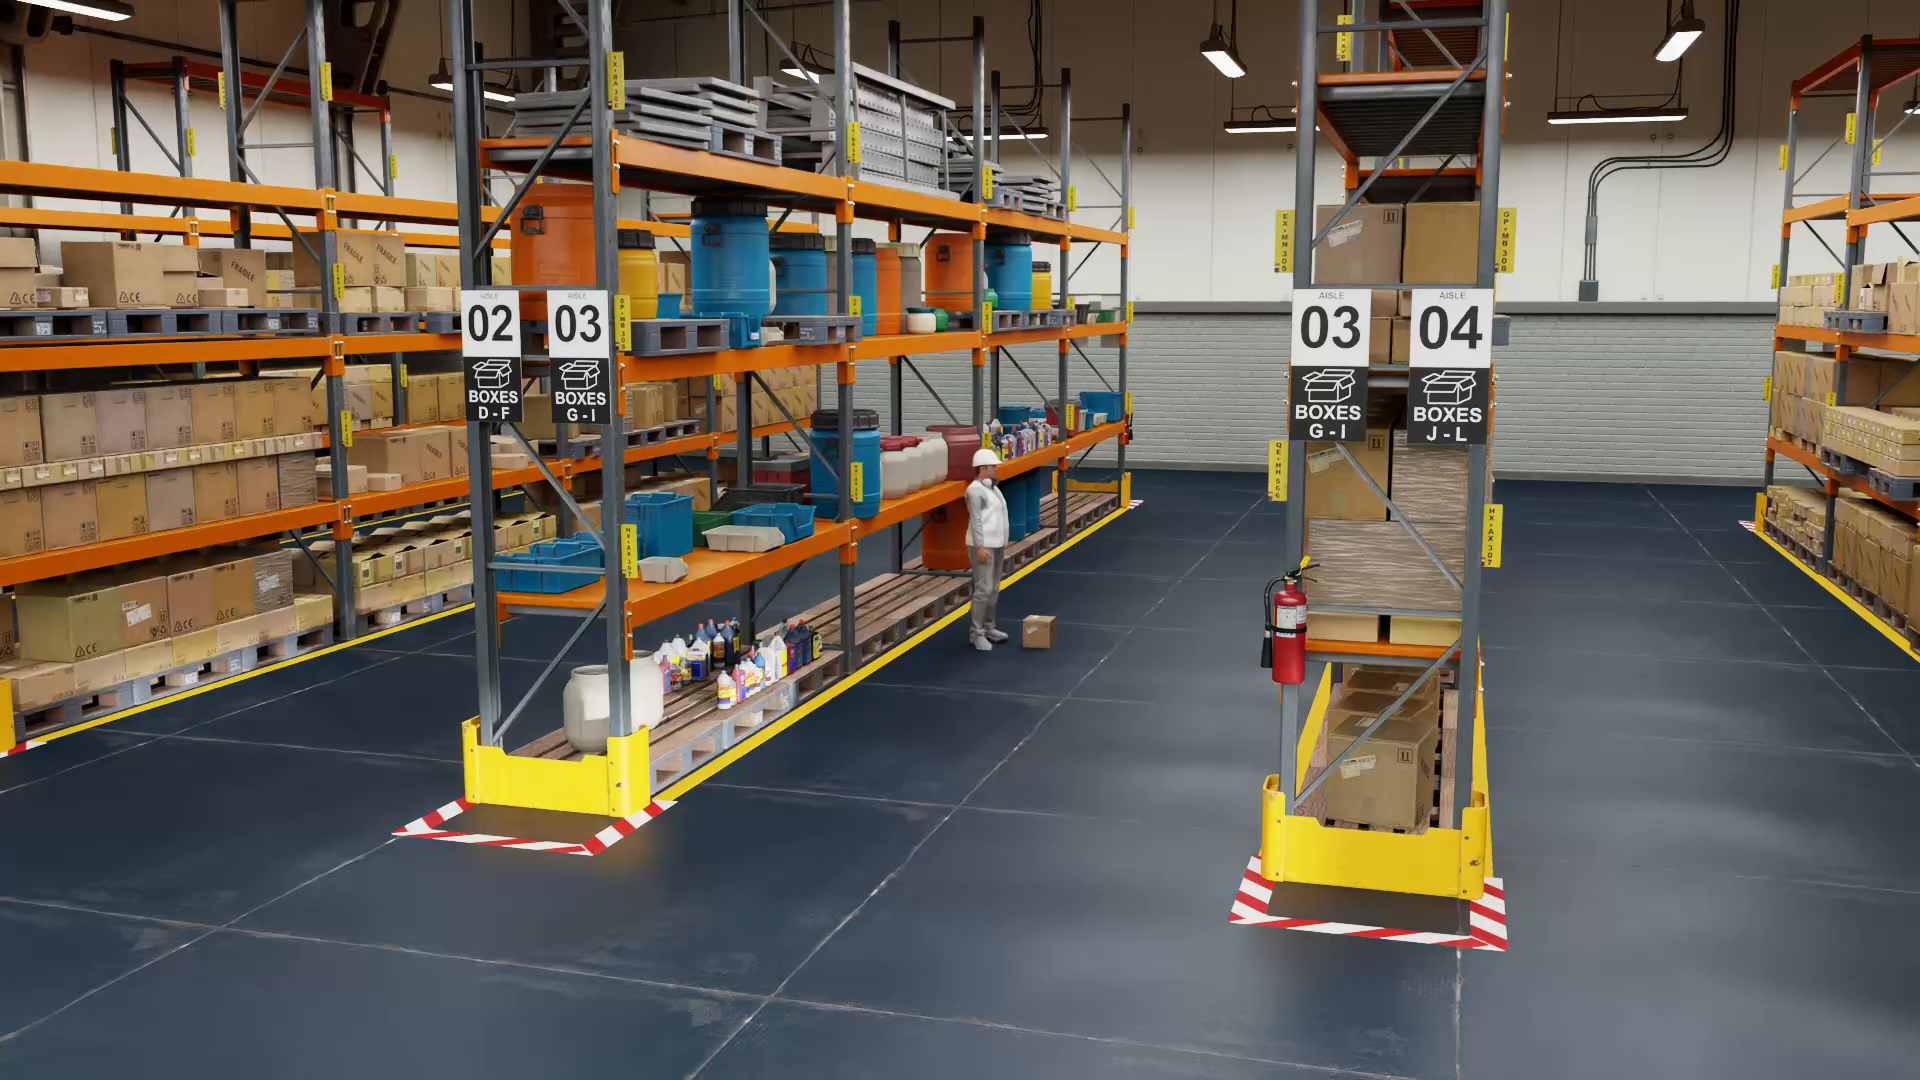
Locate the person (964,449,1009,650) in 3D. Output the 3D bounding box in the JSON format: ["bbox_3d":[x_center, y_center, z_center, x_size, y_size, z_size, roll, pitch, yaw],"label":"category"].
[{"bbox_3d":[0.240,0.072,15.248,0.354,1.807,0.587,4,9,25],"label":"person"}]
